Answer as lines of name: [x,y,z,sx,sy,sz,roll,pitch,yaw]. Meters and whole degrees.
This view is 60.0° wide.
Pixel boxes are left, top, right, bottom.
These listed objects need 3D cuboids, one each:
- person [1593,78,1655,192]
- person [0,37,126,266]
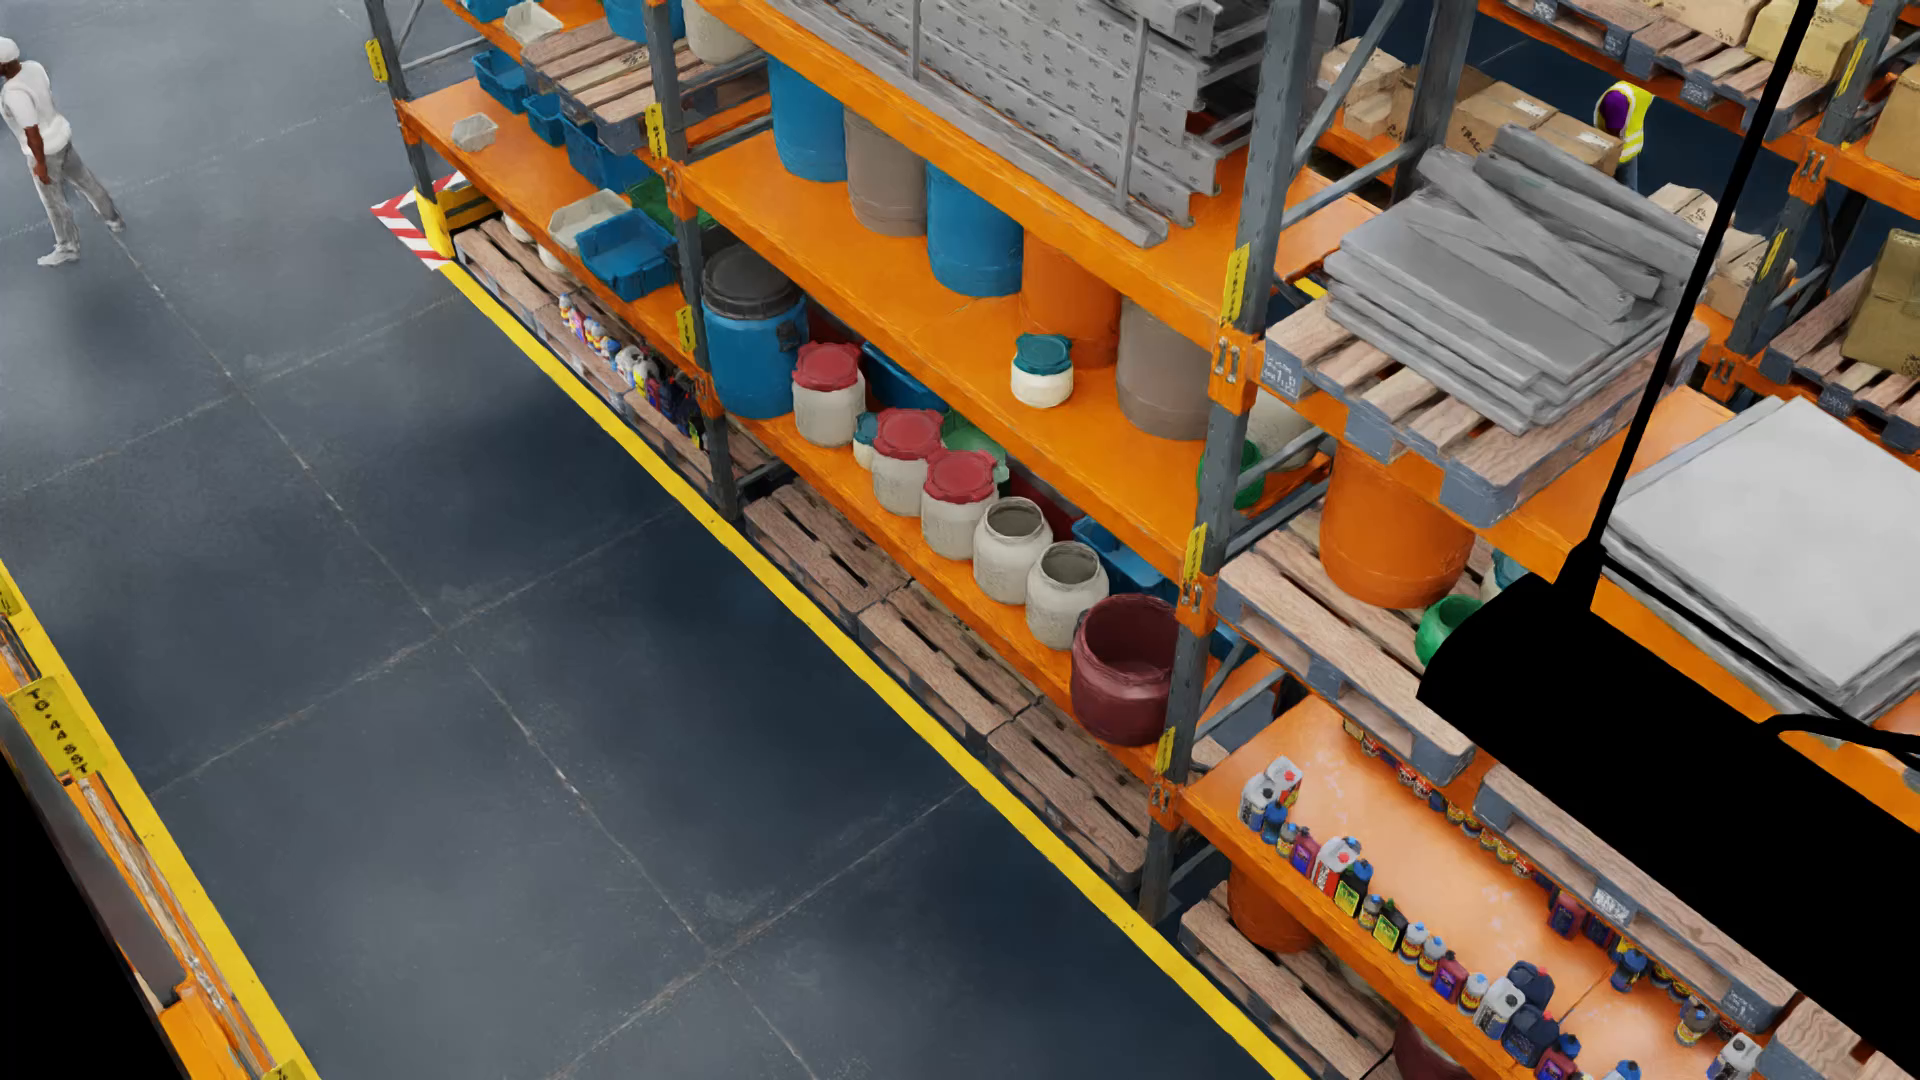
person: [4.954,-3.021,12.671,0.577,1.691,1.121,-30,53,-25]
person: [-6.937,-2.979,12.579,0.533,1.759,0.731,-3,47,-3]
